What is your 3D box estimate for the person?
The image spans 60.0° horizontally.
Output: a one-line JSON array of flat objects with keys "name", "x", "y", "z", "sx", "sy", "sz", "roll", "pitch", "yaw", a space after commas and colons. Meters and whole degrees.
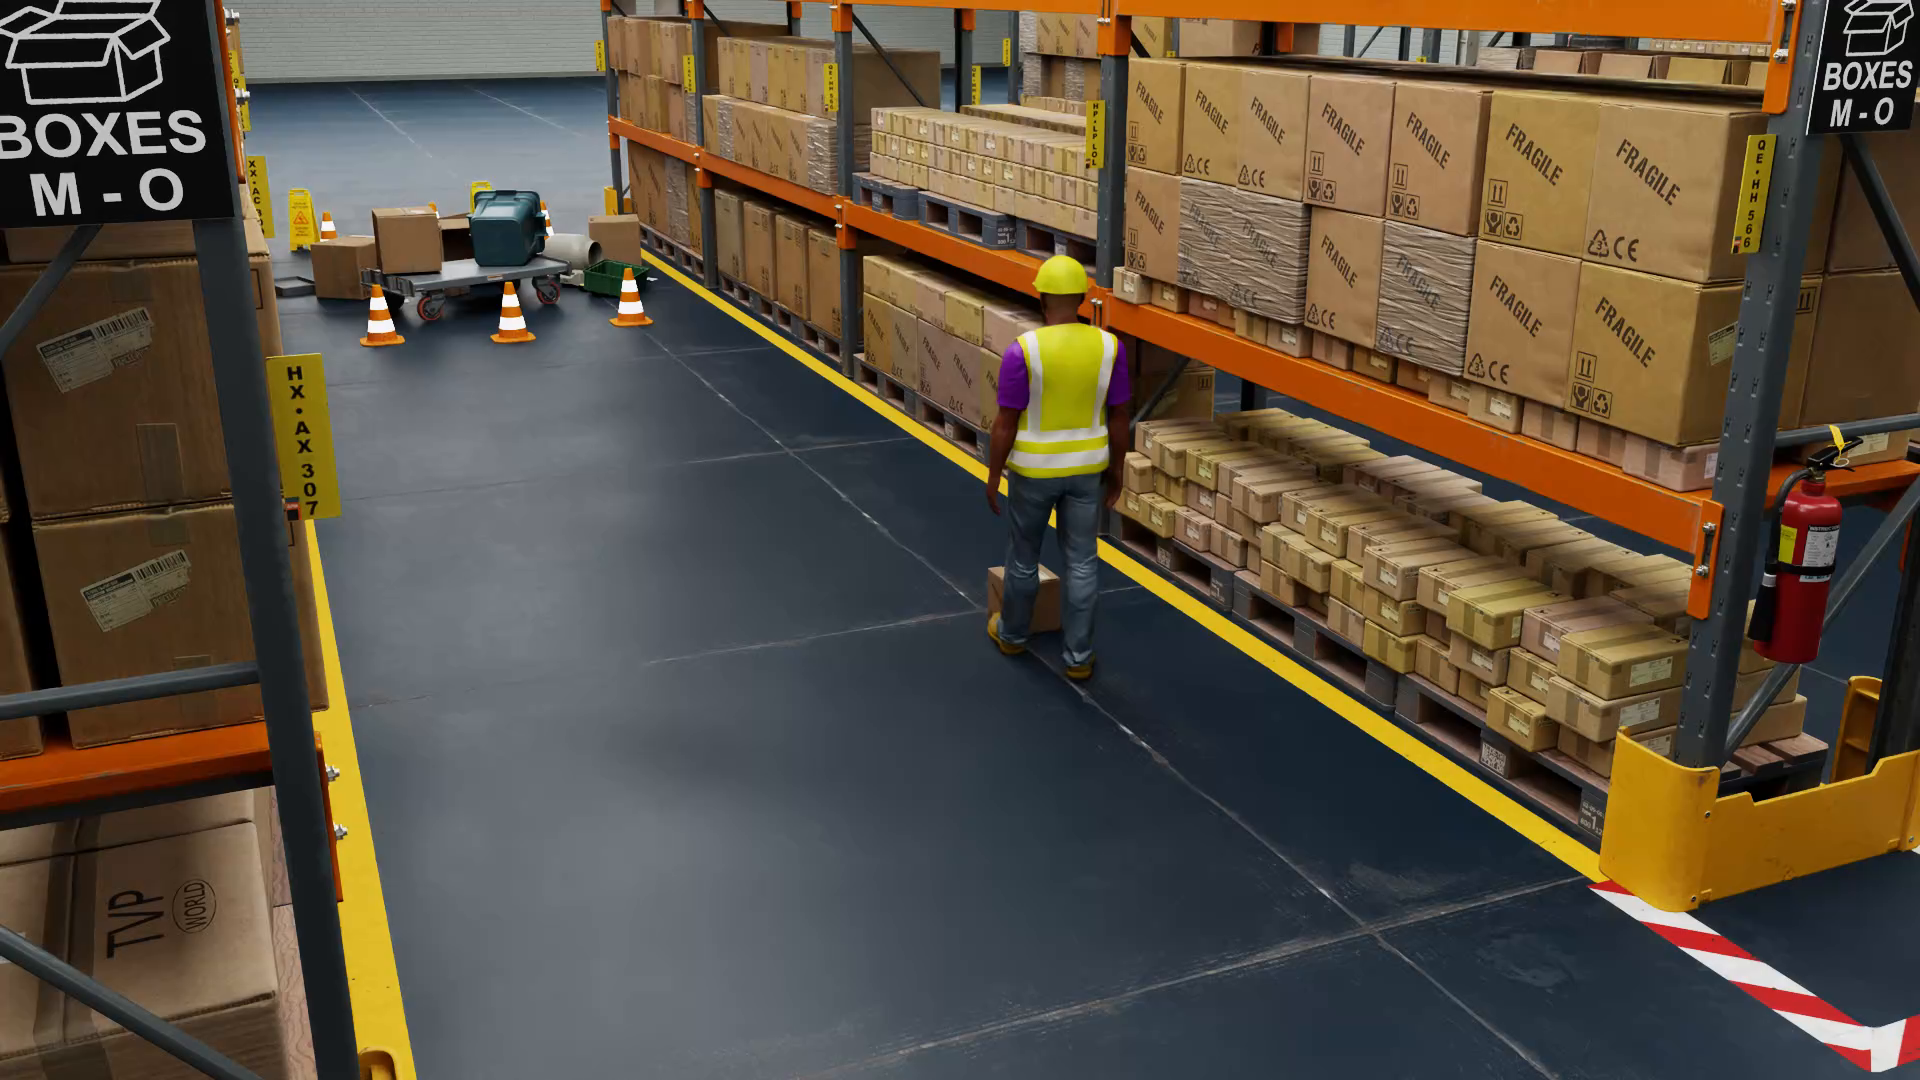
[{"name": "person", "x": 0.371, "y": -0.325, "z": 6.983, "sx": 0.598, "sy": 1.764, "sz": 0.660, "roll": -5, "pitch": 19, "yaw": -13}]
